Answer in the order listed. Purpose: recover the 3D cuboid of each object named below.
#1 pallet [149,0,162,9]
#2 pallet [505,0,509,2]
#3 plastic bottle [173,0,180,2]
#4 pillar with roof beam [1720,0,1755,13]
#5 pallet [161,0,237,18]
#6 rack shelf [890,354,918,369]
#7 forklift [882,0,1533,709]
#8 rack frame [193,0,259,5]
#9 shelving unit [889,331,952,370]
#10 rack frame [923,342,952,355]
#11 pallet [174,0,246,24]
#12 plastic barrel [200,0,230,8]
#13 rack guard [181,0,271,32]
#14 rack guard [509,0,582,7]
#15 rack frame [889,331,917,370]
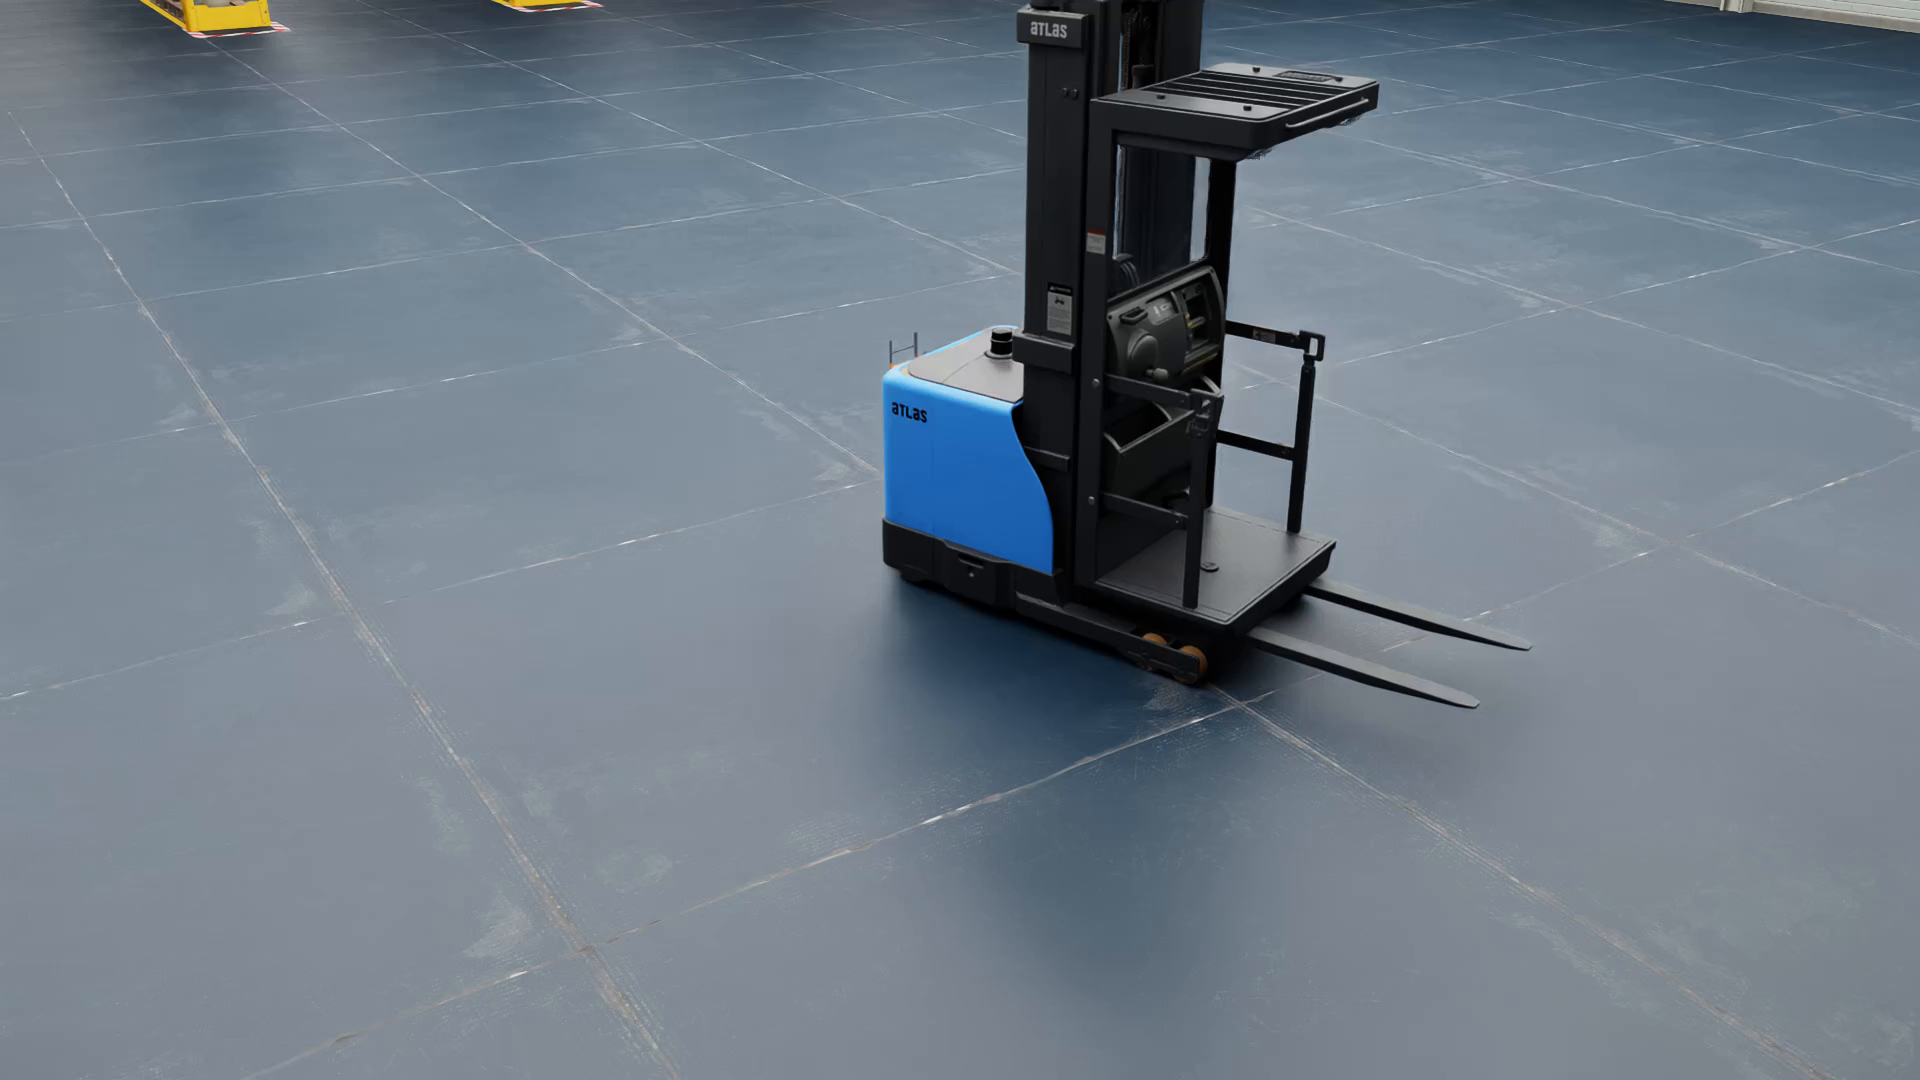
[{"bbox_3d":[-12.855,-9.033,27.637,1.003,0.211,1.213,-16,29,-30],"label":"pallet"},{"bbox_3d":[-7.309,-9.332,28.272,1.003,0.211,1.213,-16,29,-30],"label":"pallet"},{"bbox_3d":[-12.373,-8.601,26.219,0.097,0.201,0.097,0,25,0],"label":"plastic bottle"},{"bbox_3d":[8.925,-11.612,22.806,9.100,9.000,0.400,-16,29,-30],"label":"pillar with roof beam"},{"bbox_3d":[-12.185,-8.596,26.712,1.003,0.211,1.213,-16,29,-30],"label":"pallet"},{"bbox_3d":[-0.201,-0.779,8.531,0.240,0.259,0.215,22,33,38],"label":"rack shelf"},{"bbox_3d":[1.094,-0.942,7.313,3.031,2.935,1.130,18,31,33],"label":"forklift"},{"bbox_3d":[-11.003,-9.113,24.541,1.000,3.000,0.127,-16,29,-30],"label":"rack frame"},{"bbox_3d":[-0.201,-0.532,8.647,0.252,1.050,0.215,22,33,38],"label":"shelving unit"},{"bbox_3d":[-0.112,-0.497,8.572,0.008,1.050,0.200,22,33,38],"label":"rack frame"},{"bbox_3d":[-11.523,-8.160,25.788,1.003,0.211,1.213,-16,29,-30],"label":"pallet"},{"bbox_3d":[-11.427,-8.396,25.443,0.421,0.512,0.421,0,25,0],"label":"plastic barrel"},{"bbox_3d":[-11.084,-7.999,25.109,1.175,0.500,0.348,-16,29,-30],"label":"rack guard"},{"bbox_3d":[-6.895,-9.164,27.577,1.175,0.500,0.348,-16,29,-30],"label":"rack guard"},{"bbox_3d":[-0.291,-0.567,8.722,0.008,1.050,0.200,22,33,38],"label":"rack frame"}]
